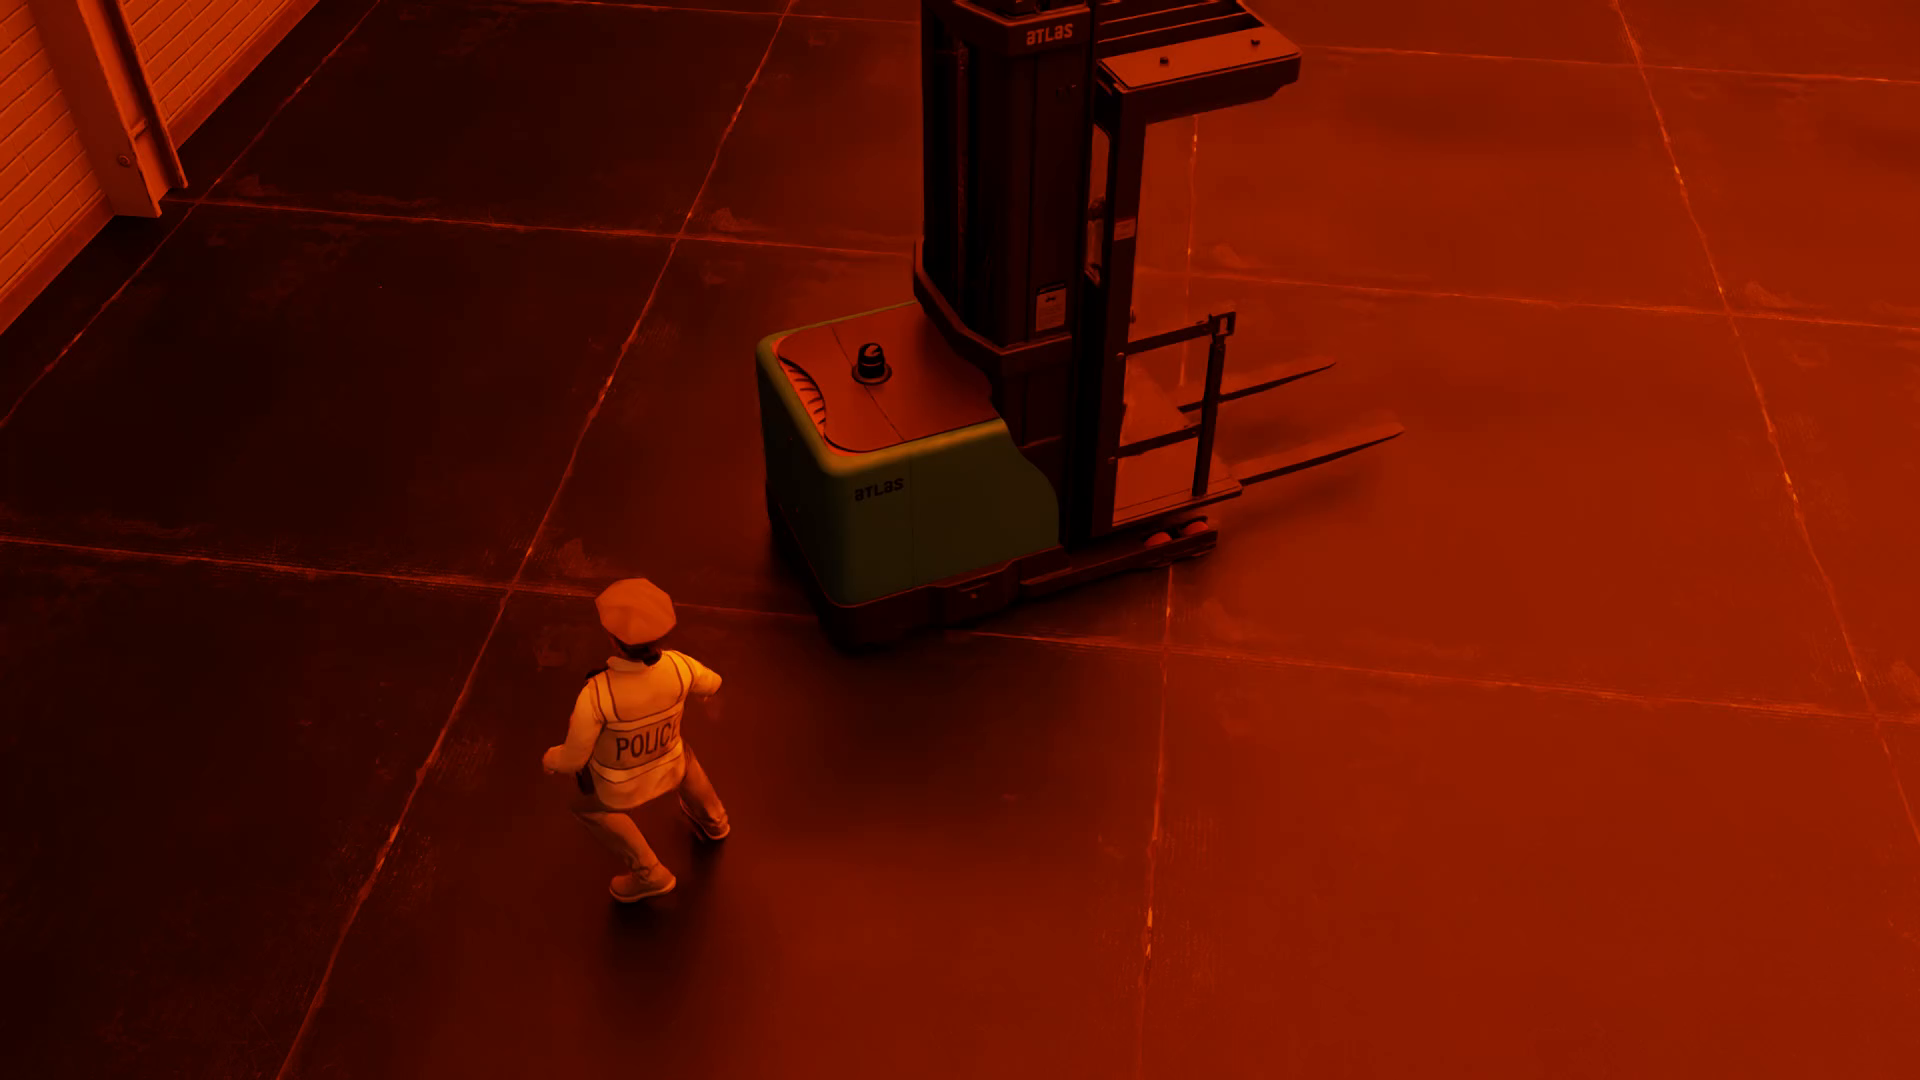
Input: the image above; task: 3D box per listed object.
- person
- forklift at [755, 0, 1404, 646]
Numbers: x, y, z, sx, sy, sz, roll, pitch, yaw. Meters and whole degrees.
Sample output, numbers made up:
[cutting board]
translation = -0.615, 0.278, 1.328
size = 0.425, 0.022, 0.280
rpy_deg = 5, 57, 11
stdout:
[person]
translation = -1.146, 0.699, 5.954
size = 0.717, 1.582, 0.548
rpy_deg = -26, 49, -25
[forklift]
translation = 0.656, -1.264, 7.100
size = 3.031, 2.935, 1.130
rpy_deg = -16, 45, -17
